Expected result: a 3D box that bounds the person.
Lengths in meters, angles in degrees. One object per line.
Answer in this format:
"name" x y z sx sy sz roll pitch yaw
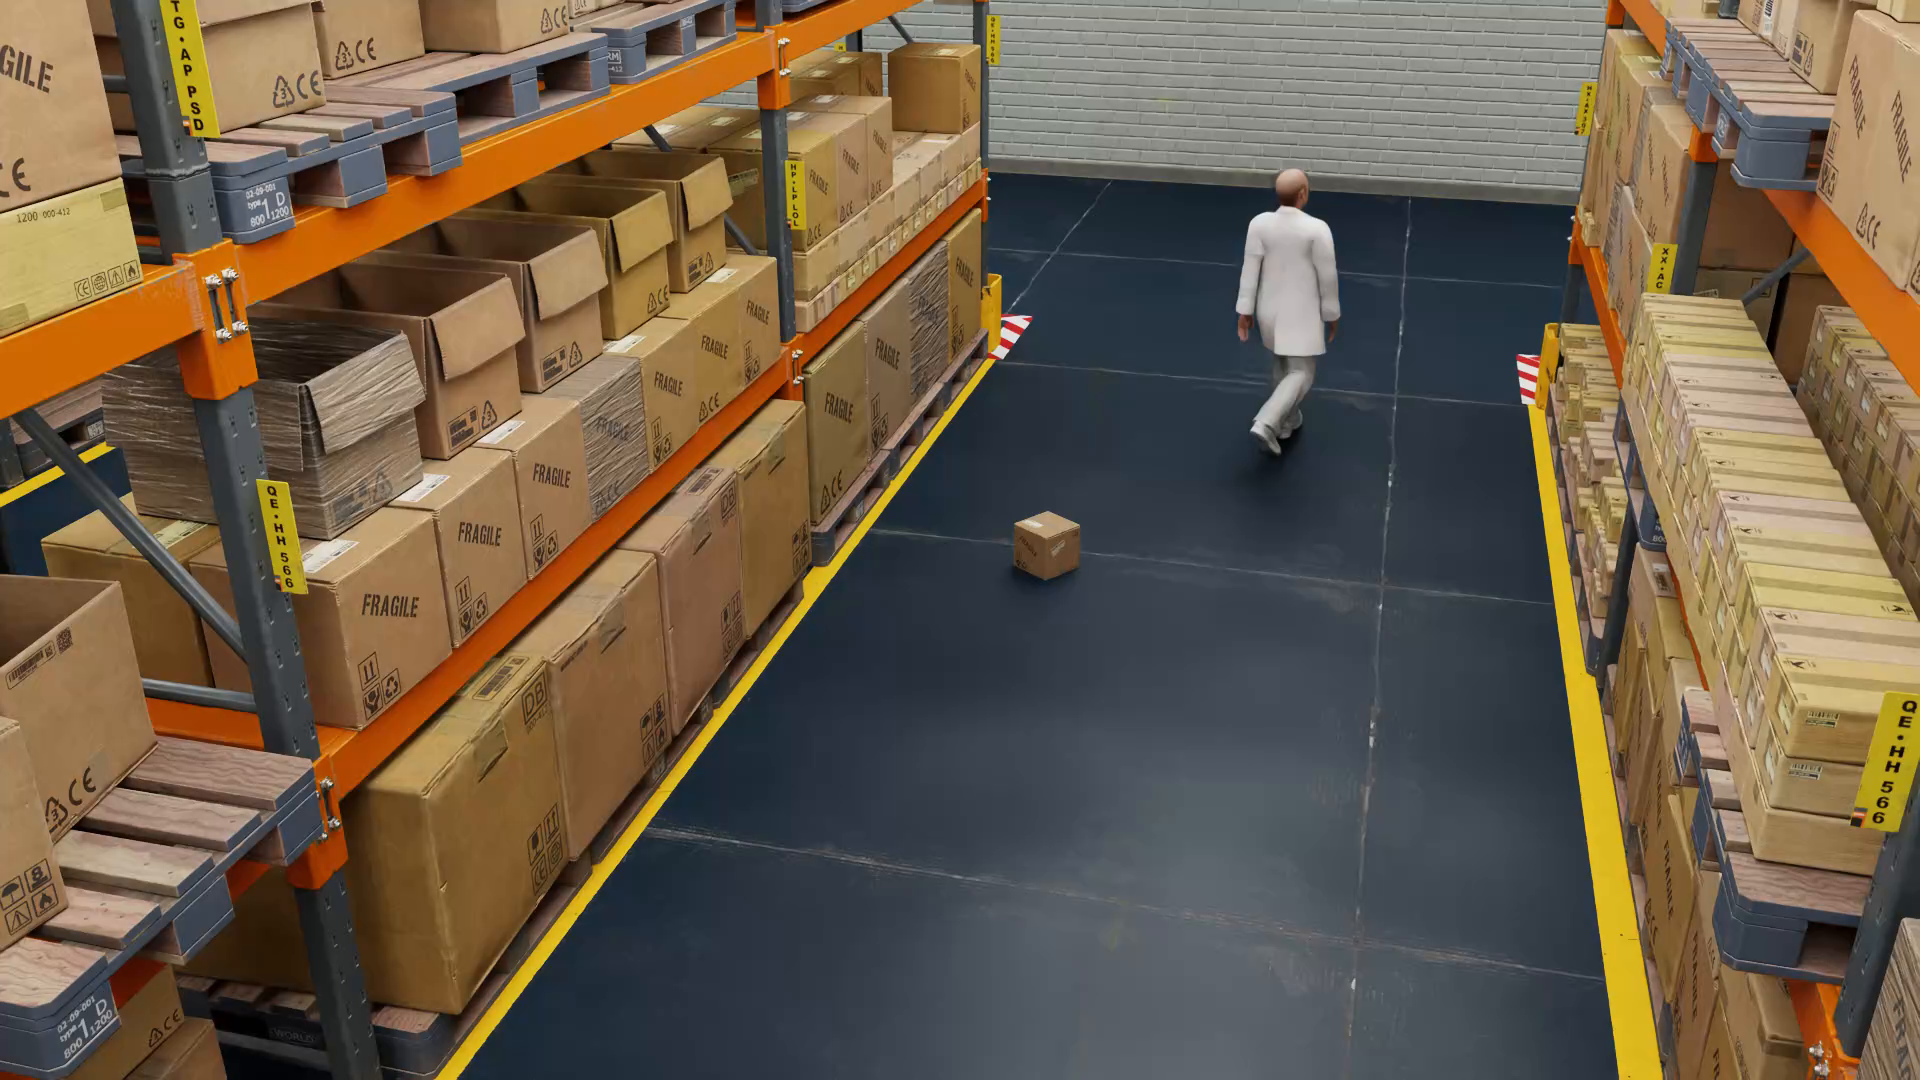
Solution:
"person" 1.982 -1.372 10.062 0.606 1.741 0.989 19 31 35
